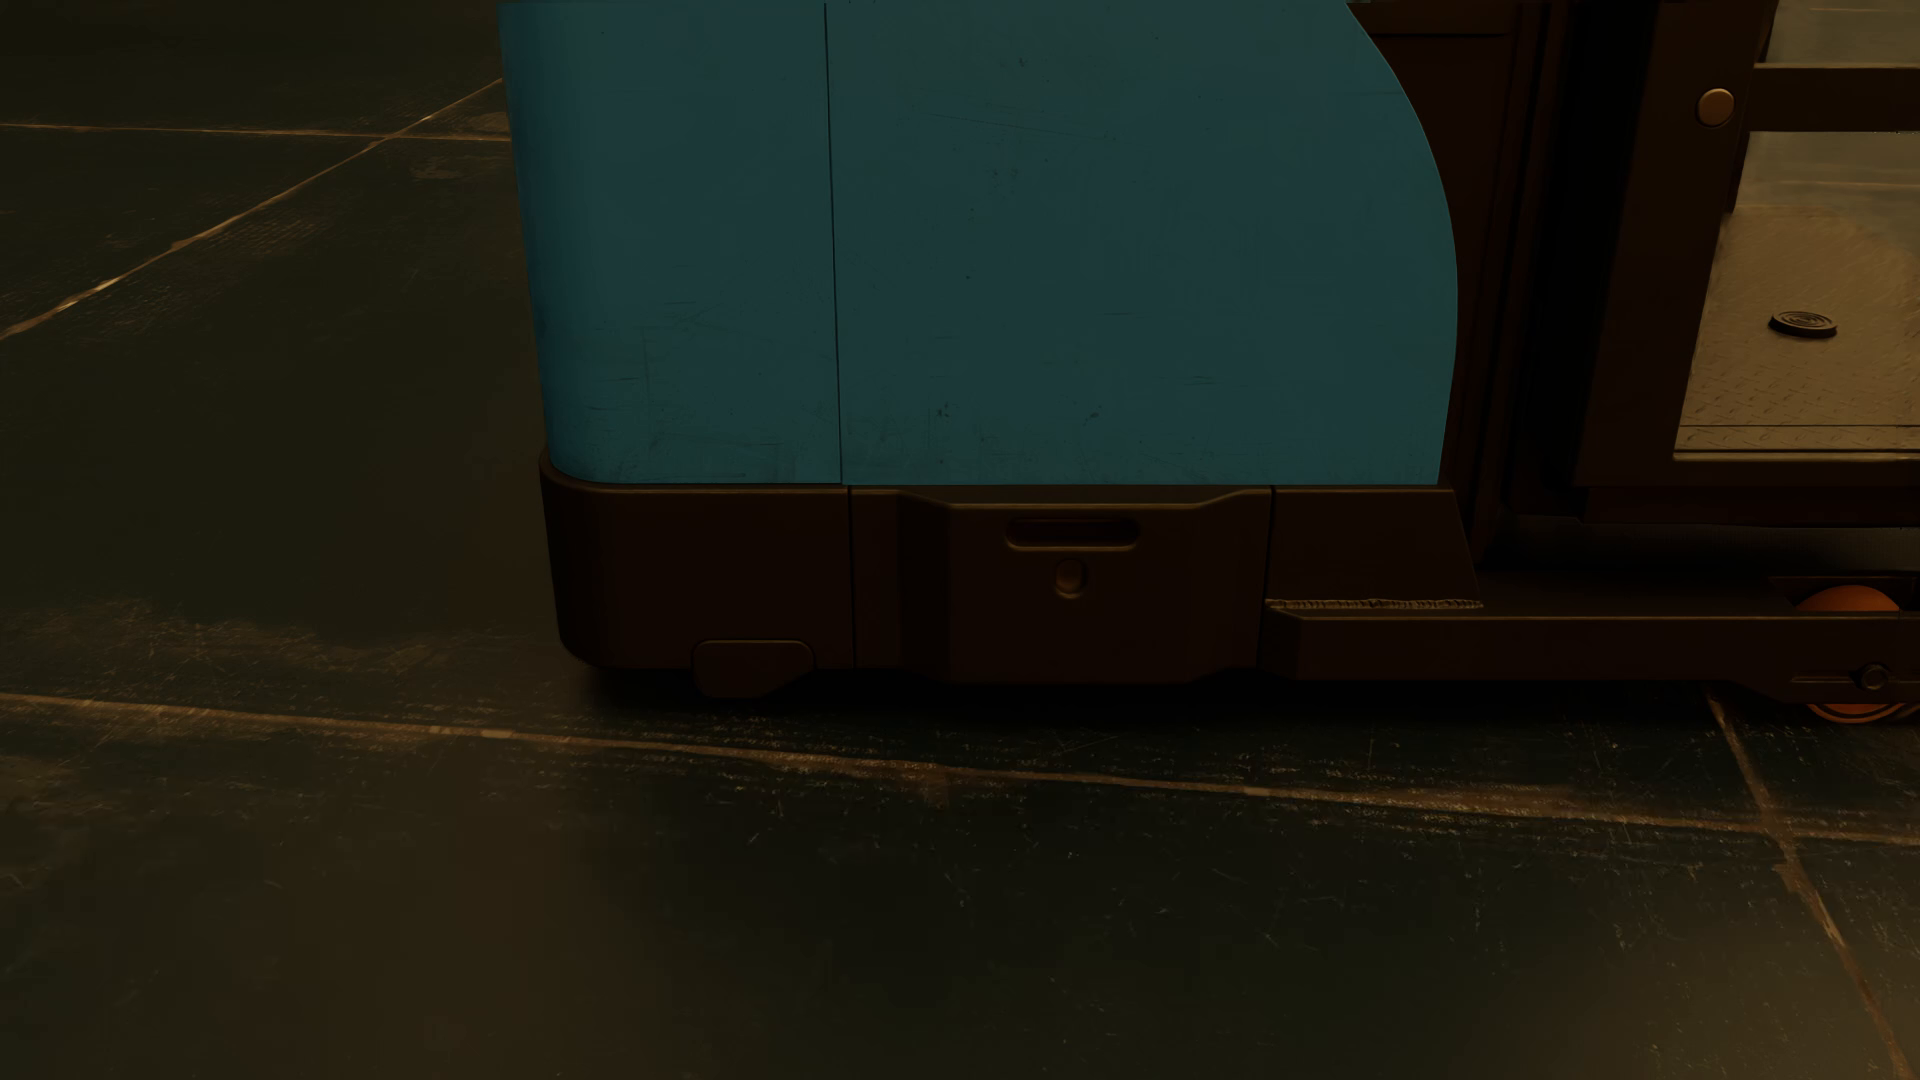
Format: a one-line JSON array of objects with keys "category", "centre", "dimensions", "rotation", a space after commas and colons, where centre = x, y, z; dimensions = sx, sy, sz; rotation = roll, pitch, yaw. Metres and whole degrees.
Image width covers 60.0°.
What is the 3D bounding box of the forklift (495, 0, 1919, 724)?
[{"category": "forklift", "centre": [1.007, -1.324, 1.871], "dimensions": [3.031, 2.935, 1.130], "rotation": [0, 27, 0]}]
